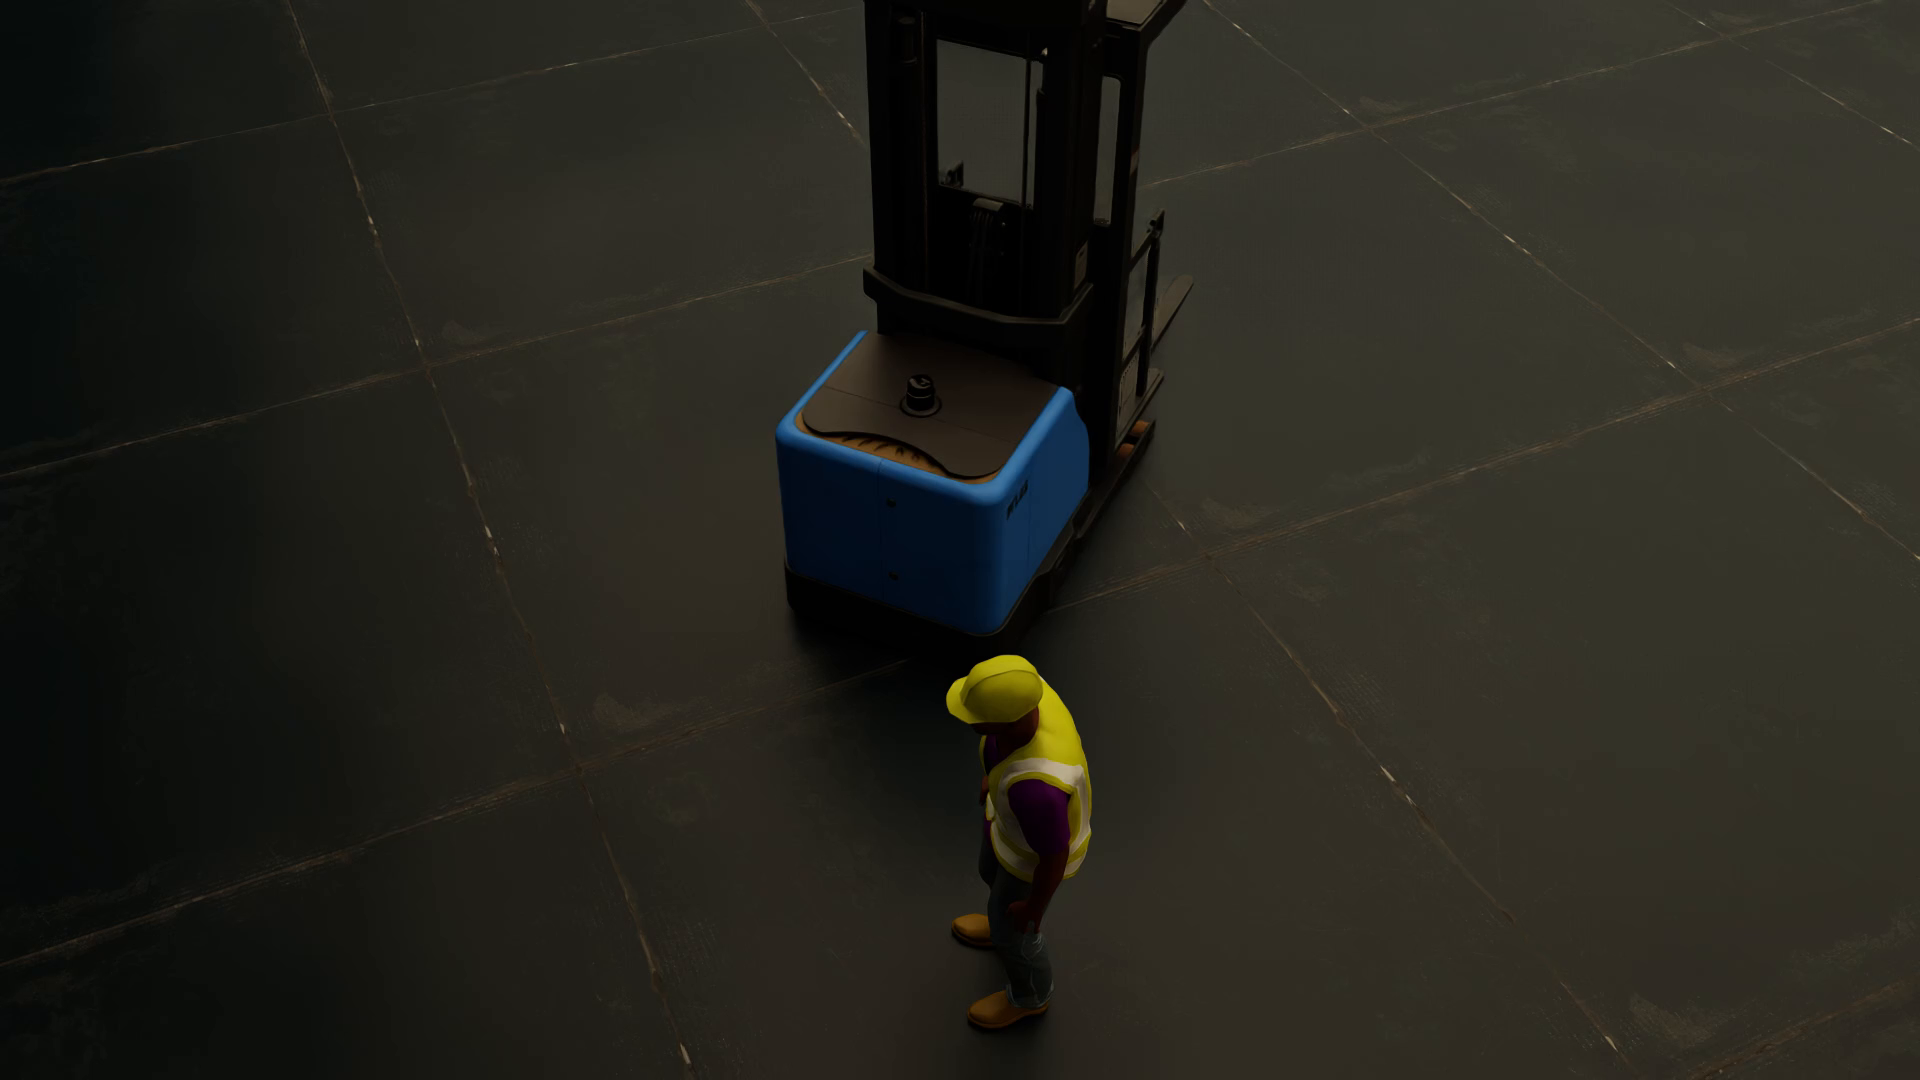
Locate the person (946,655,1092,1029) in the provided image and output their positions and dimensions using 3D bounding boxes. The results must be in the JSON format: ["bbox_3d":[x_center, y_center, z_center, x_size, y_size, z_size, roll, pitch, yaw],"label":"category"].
[{"bbox_3d":[0.183,0.979,5.493,0.461,1.759,0.629,-6,43,-6],"label":"person"}]

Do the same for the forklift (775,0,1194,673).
[{"bbox_3d":[0.319,-1.504,7.291,1.130,2.935,3.031,18,46,18],"label":"forklift"}]
